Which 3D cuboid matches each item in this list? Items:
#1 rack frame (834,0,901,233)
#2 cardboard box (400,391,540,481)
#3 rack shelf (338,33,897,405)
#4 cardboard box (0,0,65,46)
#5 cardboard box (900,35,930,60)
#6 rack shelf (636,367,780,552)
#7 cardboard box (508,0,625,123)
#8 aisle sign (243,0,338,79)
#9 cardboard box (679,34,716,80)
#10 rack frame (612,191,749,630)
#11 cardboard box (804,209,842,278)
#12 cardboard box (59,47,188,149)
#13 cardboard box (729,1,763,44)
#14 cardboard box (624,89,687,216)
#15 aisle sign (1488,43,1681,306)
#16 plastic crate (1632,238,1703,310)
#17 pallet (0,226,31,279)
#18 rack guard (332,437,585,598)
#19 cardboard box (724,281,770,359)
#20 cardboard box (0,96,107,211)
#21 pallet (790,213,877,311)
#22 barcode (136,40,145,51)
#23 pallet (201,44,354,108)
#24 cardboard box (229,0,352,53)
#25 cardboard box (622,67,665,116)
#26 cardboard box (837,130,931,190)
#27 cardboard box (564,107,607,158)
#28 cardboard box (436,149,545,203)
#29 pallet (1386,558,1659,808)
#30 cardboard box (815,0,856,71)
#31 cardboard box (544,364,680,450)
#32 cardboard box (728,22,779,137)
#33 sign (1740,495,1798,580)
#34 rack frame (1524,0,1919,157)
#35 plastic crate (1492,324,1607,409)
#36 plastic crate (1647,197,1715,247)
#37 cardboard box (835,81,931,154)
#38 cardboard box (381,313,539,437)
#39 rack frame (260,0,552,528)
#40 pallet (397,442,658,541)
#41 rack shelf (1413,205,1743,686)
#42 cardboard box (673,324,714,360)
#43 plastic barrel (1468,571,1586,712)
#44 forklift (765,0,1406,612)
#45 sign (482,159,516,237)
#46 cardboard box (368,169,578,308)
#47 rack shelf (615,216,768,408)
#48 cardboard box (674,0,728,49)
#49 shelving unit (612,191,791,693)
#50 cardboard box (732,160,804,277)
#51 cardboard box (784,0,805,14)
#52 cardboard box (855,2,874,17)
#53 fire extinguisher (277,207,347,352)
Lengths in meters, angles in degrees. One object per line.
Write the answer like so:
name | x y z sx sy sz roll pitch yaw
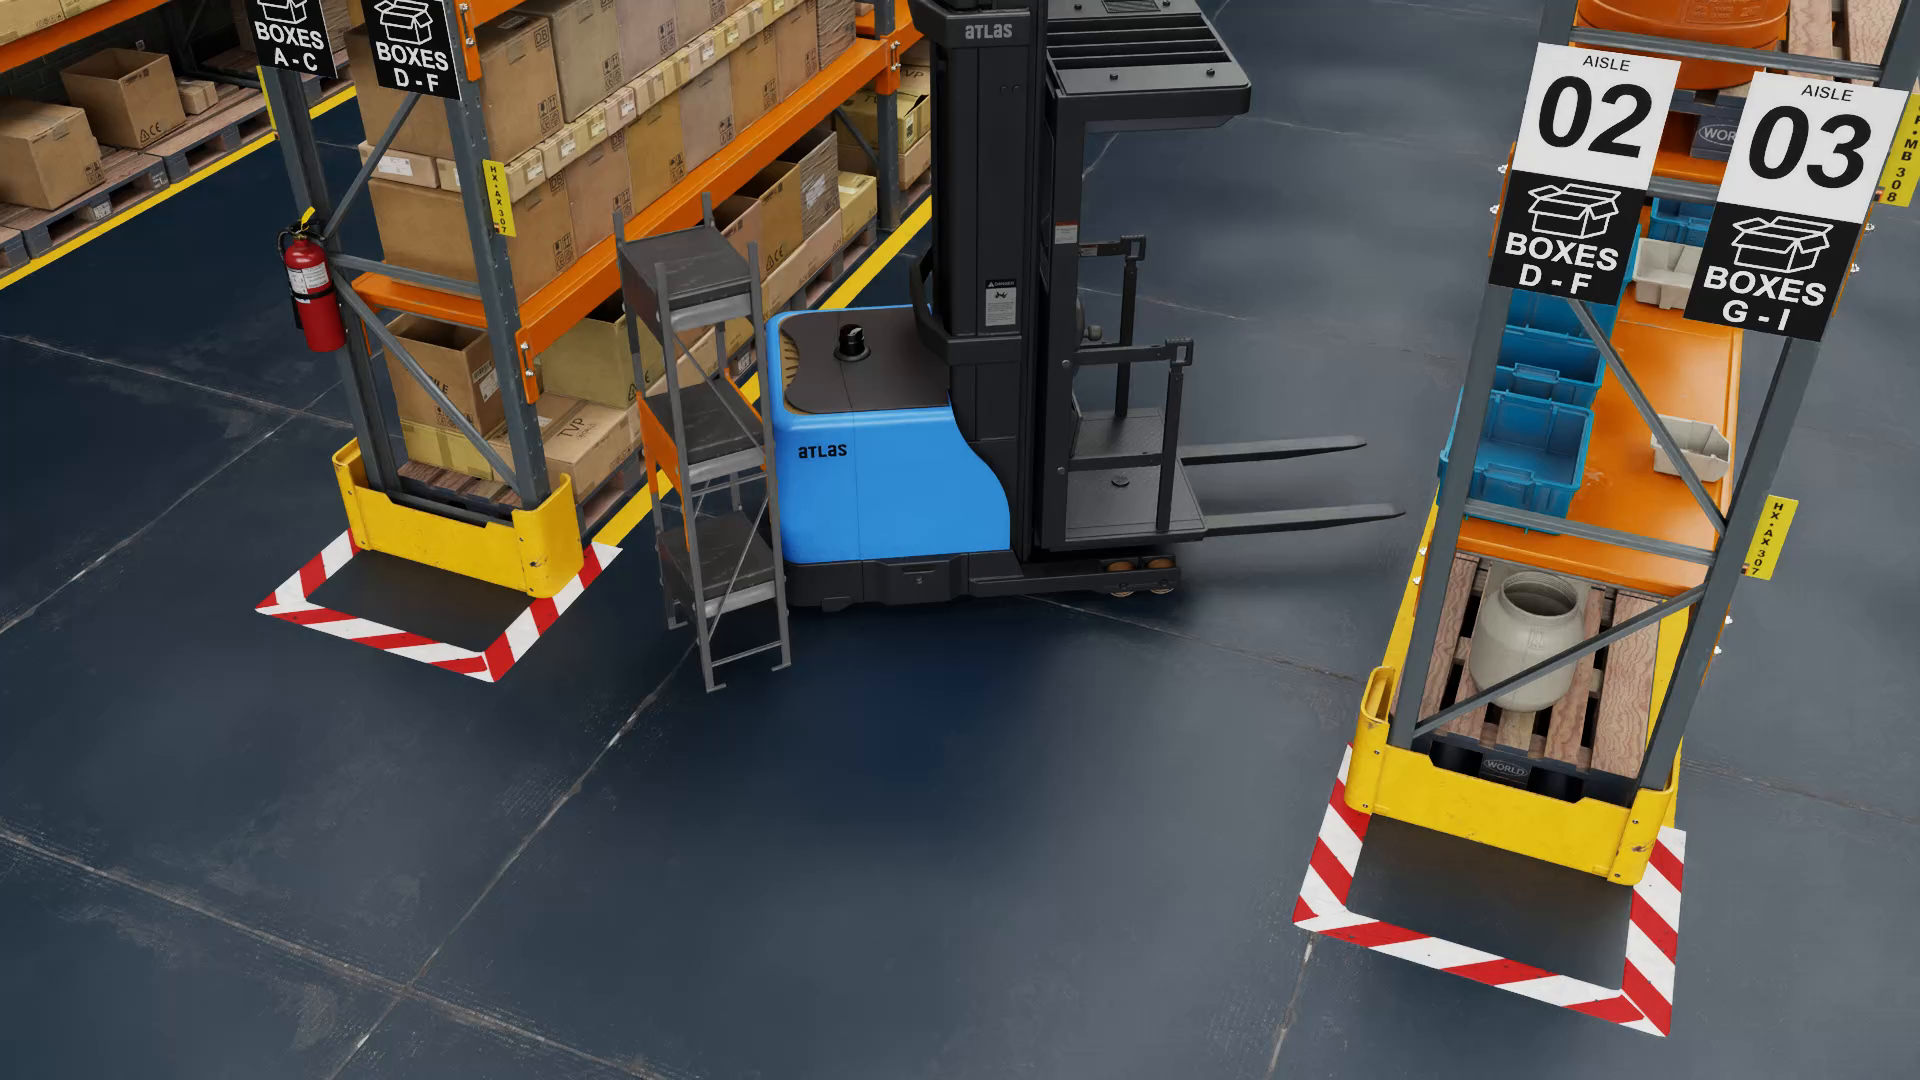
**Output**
rack frame | -0.882 -3.369 10.252 1.000 3.000 0.127 14 39 18
cardboard box | -2.473 -0.585 8.473 0.500 0.250 0.500 14 39 18
rack shelf | -1.643 -1.973 8.986 1.077 0.370 4.000 14 39 18
cardboard box | -5.929 -3.277 10.238 0.500 0.250 0.500 14 39 18
cardboard box | -0.103 -3.395 11.764 0.500 0.311 0.500 13 39 16
rack shelf | -1.055 -0.343 6.977 0.431 0.518 0.480 -17 40 -22
cardboard box | -1.999 -2.291 7.643 0.700 0.500 0.500 13 39 17
aisle sign | -2.700 -2.226 6.551 0.394 0.787 0.004 14 39 18
cardboard box | -1.470 -2.473 8.428 0.380 0.149 0.250 14 39 18
rack frame | -1.169 -0.483 7.142 0.400 2.100 0.015 -17 40 -22
cardboard box | -1.055 -1.855 10.172 0.500 0.250 0.500 14 39 18
cardboard box | -5.822 -3.086 11.594 0.500 0.500 0.500 11 38 14
cardboard box | -1.272 -2.767 8.821 0.380 0.149 0.250 15 39 19
cardboard box | -1.825 -2.015 8.357 0.700 0.500 0.500 14 39 18
aisle sign | 1.874 -1.093 5.035 0.394 0.787 0.004 14 39 18
plastic crate | 3.314 -1.176 7.538 0.530 0.136 0.437 14 39 18
pallet | -6.615 -1.647 10.278 1.003 0.211 1.213 14 39 18
rack guard | -2.413 -0.140 8.019 1.175 0.500 0.348 14 39 18
cardboard box | -1.422 -1.297 9.426 0.500 0.250 0.500 14 39 18
cardboard box | -6.097 -2.529 10.848 0.700 0.500 0.500 11 38 15
pallet | -1.223 -1.821 10.510 1.003 0.211 1.213 14 39 18
barcode | -5.892 -3.554 11.953 0.001 0.075 0.075 14 39 18
pallet | -5.169 -3.810 13.171 1.003 0.211 1.213 14 39 18
cardboard box | -5.200 -4.082 12.926 0.700 0.500 0.500 15 39 19
cardboard box | -1.664 -2.194 8.055 0.380 0.149 0.250 13 39 16
cardboard box | -0.499 -2.603 11.172 0.500 0.250 0.500 13 39 17
cardboard box | -1.861 -1.907 7.670 0.380 0.149 0.250 14 39 18
cardboard box | -2.055 -1.622 7.290 0.380 0.149 0.250 14 39 17
pallet | 2.475 0.592 7.282 1.003 0.211 1.213 14 39 18
cardboard box | -1.045 -3.162 9.891 0.700 0.500 0.500 13 39 17
cardboard box | -1.807 -0.745 8.687 0.500 0.250 0.500 14 39 18
cardboard box | -1.434 -2.591 9.128 0.700 0.500 0.500 14 39 18
sign | 2.683 -0.007 5.523 0.100 0.325 0.005 14 39 18
rack frame | 2.176 -2.427 3.980 1.000 3.000 0.127 14 39 18
plastic crate | 2.342 -0.668 6.762 0.499 0.251 0.408 14 39 18
plastic crate | 3.528 -1.504 7.881 0.499 0.251 0.616 14 39 18
cardboard box | -0.494 -2.832 11.011 0.500 0.311 0.500 14 39 18
cardboard box | -2.475 -0.886 8.250 0.500 0.500 0.500 14 39 18
rack frame | -2.404 -1.154 7.289 1.000 3.000 0.127 14 39 18
pallet | -2.151 -0.470 8.703 1.003 0.211 1.213 14 39 18
rack shelf | 2.937 -0.843 7.473 1.077 0.370 4.000 14 39 18
cardboard box | -1.627 -1.325 8.836 0.500 0.500 0.500 14 39 18
plastic barrel | 2.355 0.423 6.906 0.421 0.512 0.421 0 37 0
forklift | 0.619 -1.218 7.431 3.031 2.935 1.130 -4 37 -5
sign | -1.893 -1.403 6.832 0.100 0.325 0.005 14 39 18
cardboard box | -2.214 -1.450 7.601 0.700 0.500 0.500 14 39 18
rack shelf | -1.055 -0.903 6.558 0.431 0.518 0.480 -17 40 -22
cardboard box | -1.617 -2.848 8.387 0.700 0.500 0.500 14 39 18
shelving unit | -1.055 -0.353 6.969 0.431 2.100 0.503 -17 40 -22
cardboard box | -1.244 -1.878 9.576 0.500 0.500 0.500 14 39 18
cardboard box | -1.079 -3.042 9.189 0.380 0.149 0.250 14 39 18
cardboard box | -0.735 -3.591 10.675 0.500 0.250 0.500 16 40 21
fire extinguisher | -2.878 -1.164 7.366 0.296 0.674 0.183 14 39 18
